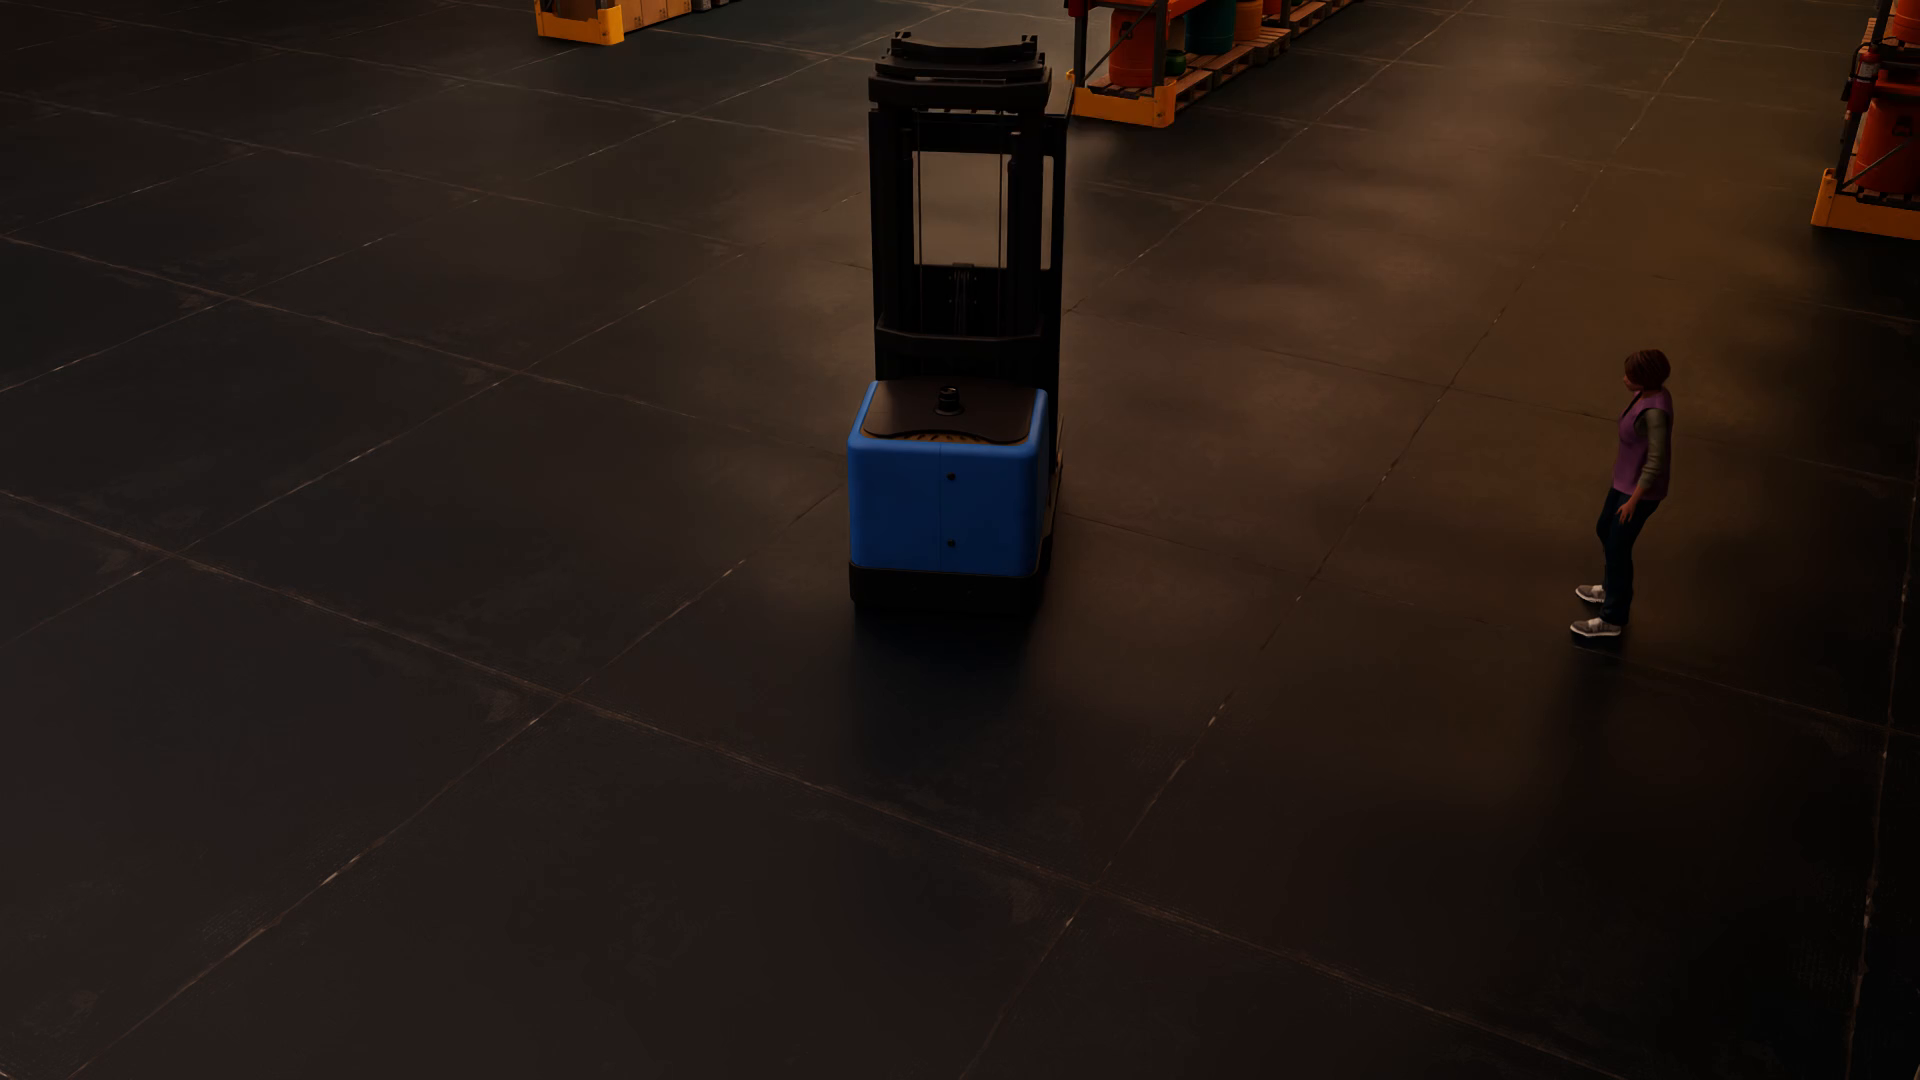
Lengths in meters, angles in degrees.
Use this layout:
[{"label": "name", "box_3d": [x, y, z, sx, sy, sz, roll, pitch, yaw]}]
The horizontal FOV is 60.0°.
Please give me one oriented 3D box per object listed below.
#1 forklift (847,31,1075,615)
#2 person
[{"label": "forklift", "box_3d": [0.072, -1.572, 9.794, 1.130, 2.935, 3.031, 3, 30, 6]}, {"label": "person", "box_3d": [3.589, -0.279, 8.903, 0.366, 1.587, 0.582, 8, 31, 13]}]
